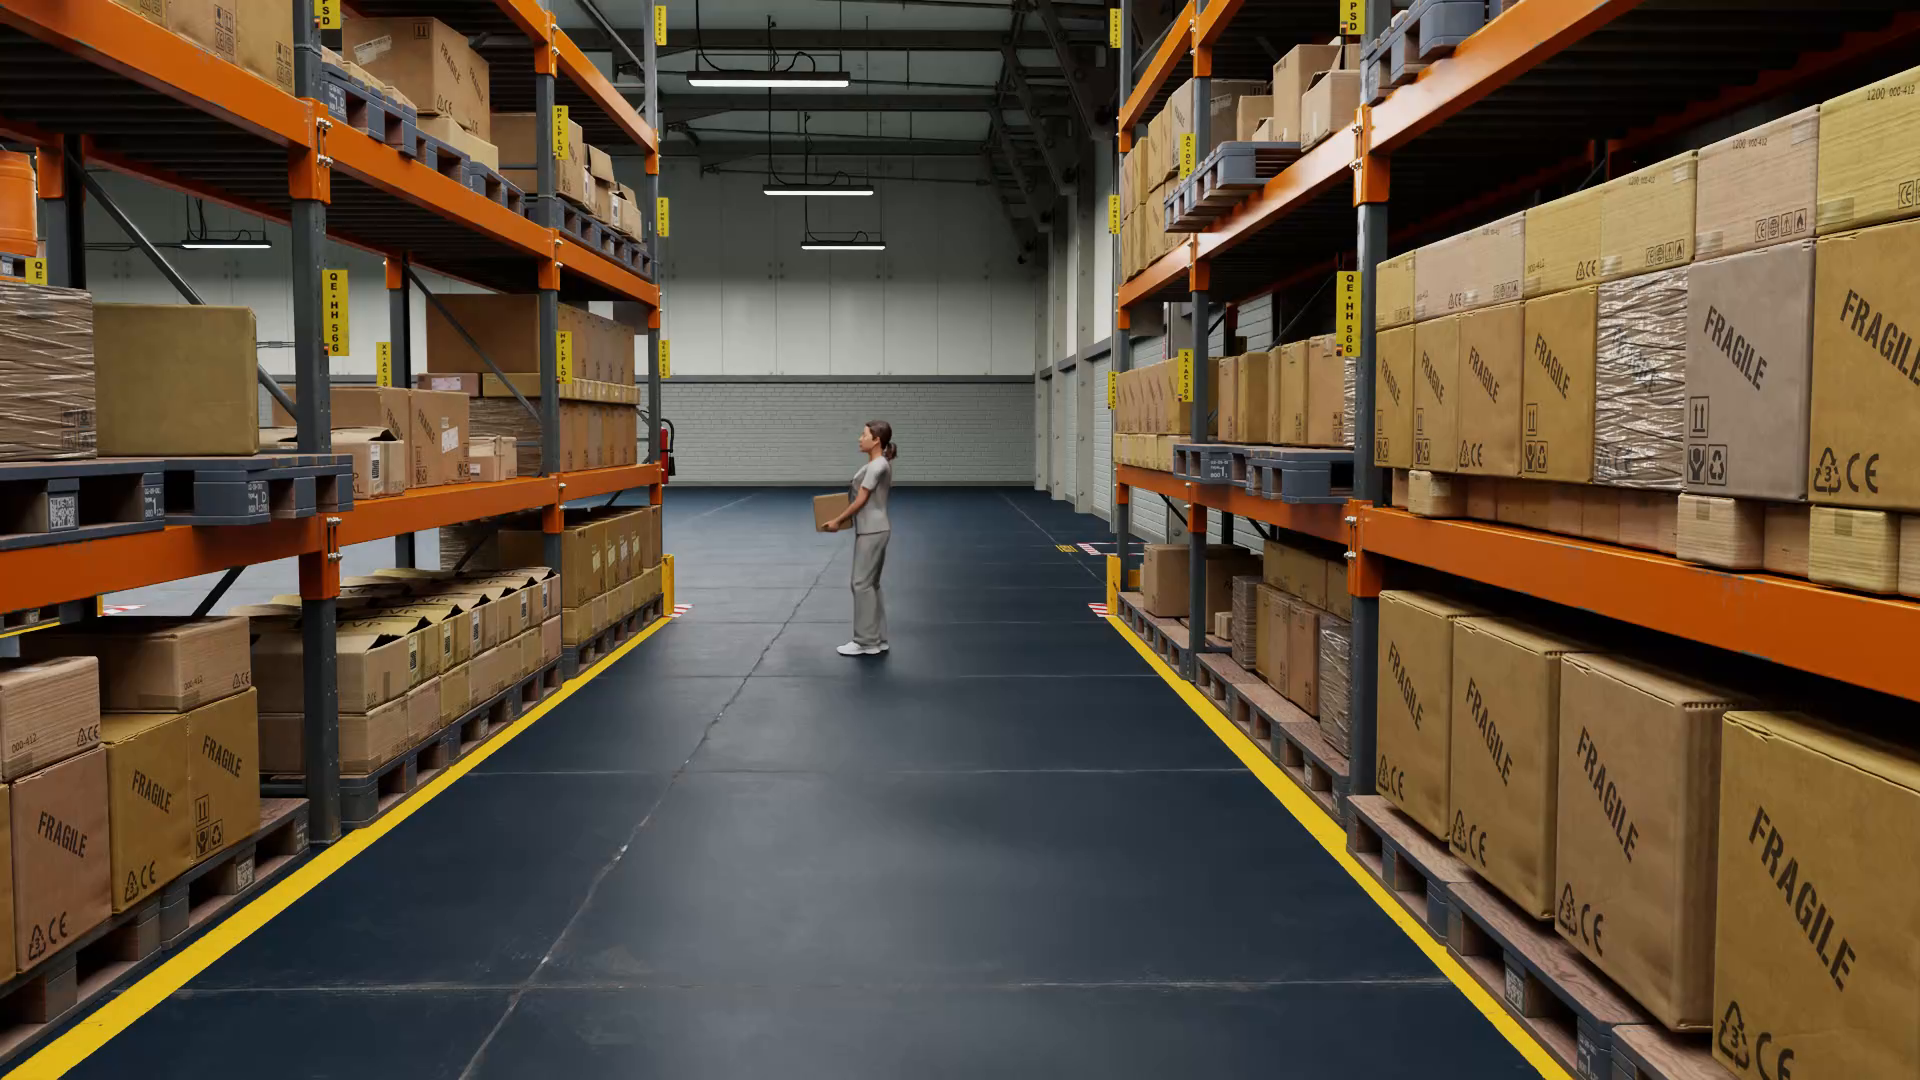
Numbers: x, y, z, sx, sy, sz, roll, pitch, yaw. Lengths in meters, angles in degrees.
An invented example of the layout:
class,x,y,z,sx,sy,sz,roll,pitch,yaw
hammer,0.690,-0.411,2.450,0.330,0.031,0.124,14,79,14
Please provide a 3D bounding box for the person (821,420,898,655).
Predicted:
class,x,y,z,sx,sy,sz,roll,pitch,yaw
person,-0.708,-0.021,11.865,0.548,1.667,0.434,0,4,-1
